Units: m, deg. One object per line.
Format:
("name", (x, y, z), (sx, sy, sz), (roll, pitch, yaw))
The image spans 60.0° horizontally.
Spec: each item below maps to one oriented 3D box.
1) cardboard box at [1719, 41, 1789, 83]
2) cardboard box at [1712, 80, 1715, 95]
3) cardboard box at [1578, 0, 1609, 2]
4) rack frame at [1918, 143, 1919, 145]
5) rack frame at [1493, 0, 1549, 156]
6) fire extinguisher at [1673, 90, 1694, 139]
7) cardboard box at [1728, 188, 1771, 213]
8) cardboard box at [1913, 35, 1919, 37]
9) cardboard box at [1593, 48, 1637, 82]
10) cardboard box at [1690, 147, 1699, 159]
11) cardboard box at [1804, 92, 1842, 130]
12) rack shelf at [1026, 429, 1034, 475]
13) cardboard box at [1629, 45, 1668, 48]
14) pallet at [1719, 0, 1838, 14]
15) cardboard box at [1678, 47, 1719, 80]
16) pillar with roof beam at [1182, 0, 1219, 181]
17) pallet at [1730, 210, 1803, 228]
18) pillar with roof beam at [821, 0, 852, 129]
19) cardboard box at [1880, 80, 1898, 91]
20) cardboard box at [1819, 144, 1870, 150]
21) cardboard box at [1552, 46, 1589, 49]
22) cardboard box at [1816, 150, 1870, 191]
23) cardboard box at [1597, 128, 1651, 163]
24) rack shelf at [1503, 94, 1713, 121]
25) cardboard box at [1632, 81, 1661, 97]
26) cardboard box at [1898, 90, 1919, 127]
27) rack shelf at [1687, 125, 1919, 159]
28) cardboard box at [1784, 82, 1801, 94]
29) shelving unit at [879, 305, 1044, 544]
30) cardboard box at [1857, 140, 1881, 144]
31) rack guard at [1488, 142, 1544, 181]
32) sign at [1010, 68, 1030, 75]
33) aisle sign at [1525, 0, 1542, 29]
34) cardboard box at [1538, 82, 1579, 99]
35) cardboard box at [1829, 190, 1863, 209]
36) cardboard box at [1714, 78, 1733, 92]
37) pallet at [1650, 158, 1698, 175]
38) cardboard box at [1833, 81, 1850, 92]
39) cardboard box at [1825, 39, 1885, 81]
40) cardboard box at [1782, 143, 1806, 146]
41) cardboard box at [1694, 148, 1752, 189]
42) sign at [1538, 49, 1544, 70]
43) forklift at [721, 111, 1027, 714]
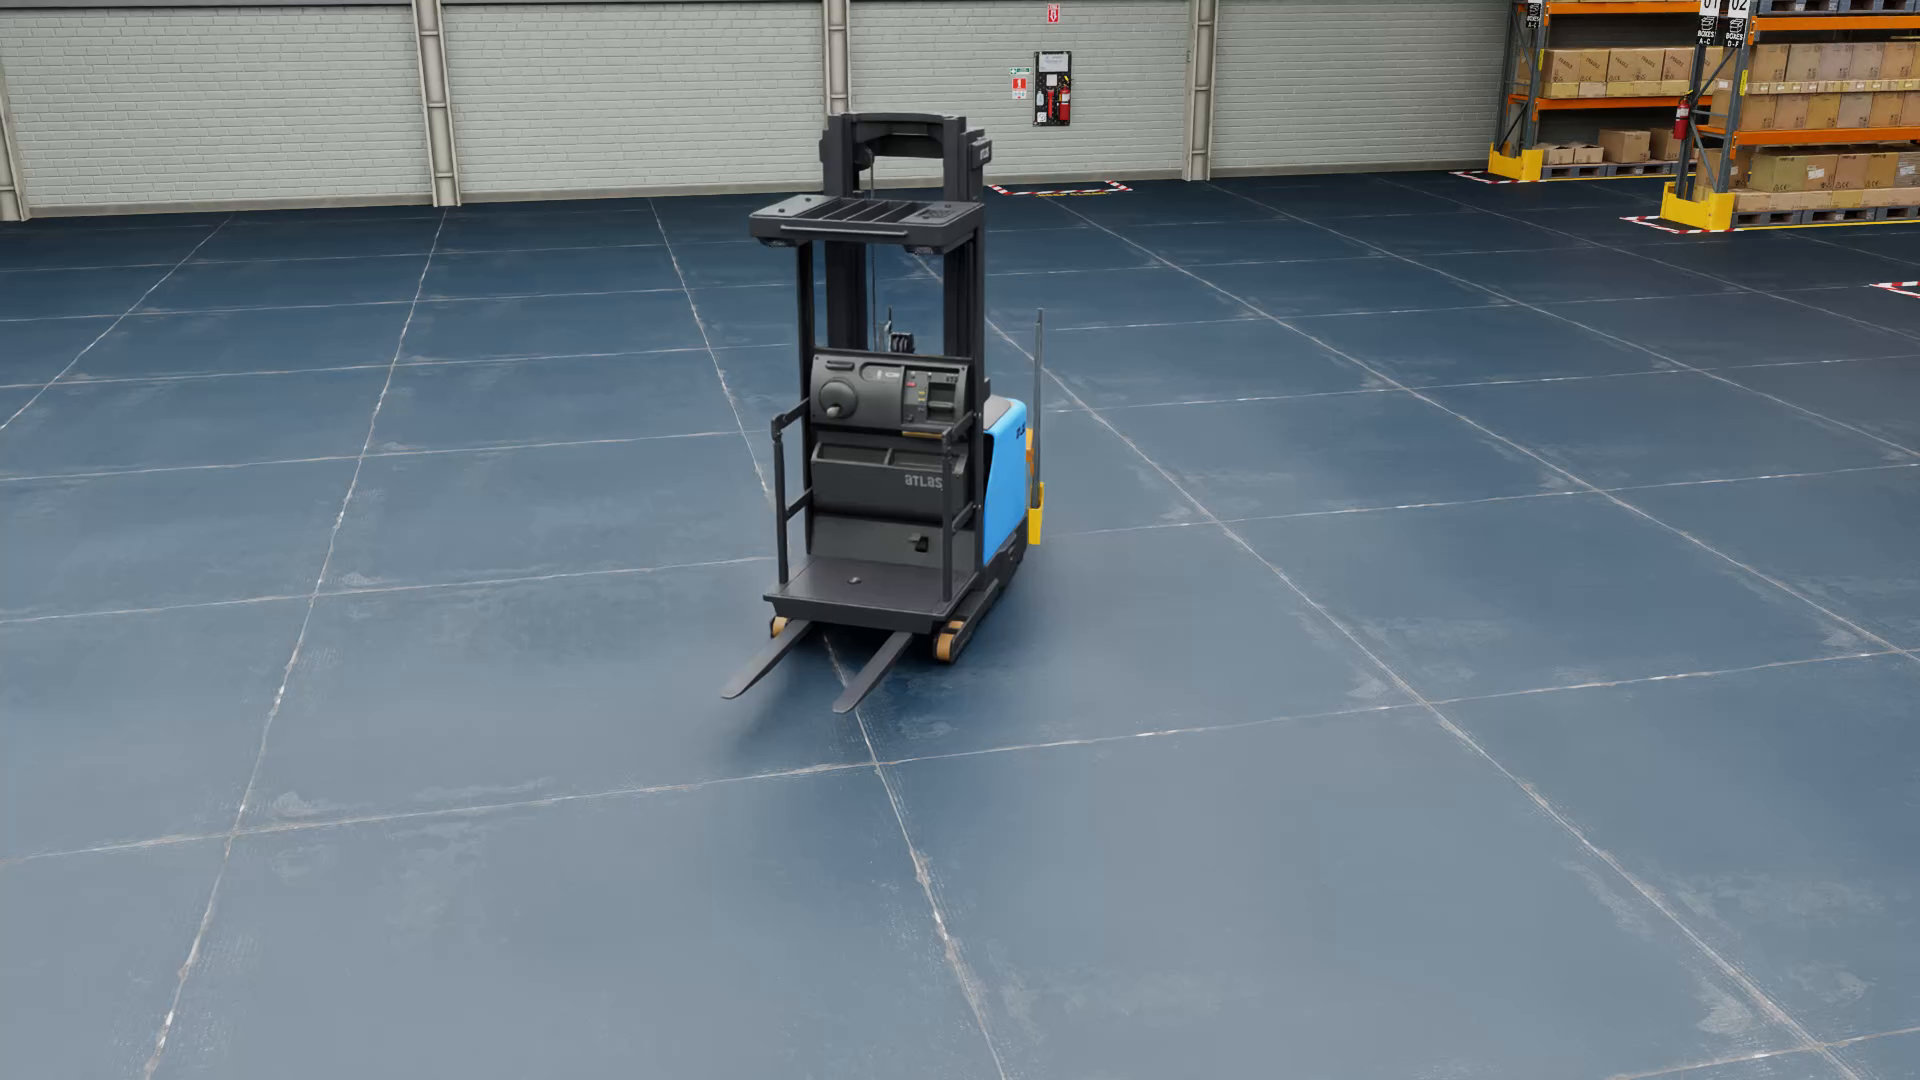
("cardboard box", (10.938, -6.594, 22.924), (0.500, 0.500, 0.700), (-5, 21, -12))
("cardboard box", (12.787, -7.676, 28.096), (0.500, 0.250, 0.500), (-5, 21, -12))
("cardboard box", (10.200, -8.997, 26.980), (0.500, 0.500, 0.500), (-3, 20, -9))
("rack frame", (14.322, -6.218, 23.928), (0.127, 3.000, 1.000), (-5, 21, -12))
("rack frame", (9.286, -7.559, 27.589), (0.127, 3.000, 1.000), (-5, 21, -12))
("fire extinguisher", (10.208, -6.011, 23.476), (0.183, 0.674, 0.296), (-5, 21, -12))
("cardboard box", (11.003, -4.775, 23.377), (0.500, 0.250, 0.500), (-5, 21, -12))
("cardboard box", (16.742, -8.713, 29.011), (0.250, 0.149, 0.380), (-7, 21, -20))
("cardboard box", (10.807, -7.862, 27.515), (0.500, 0.500, 0.500), (-5, 21, -14))
("cardboard box", (12.665, -6.699, 28.722), (0.250, 0.166, 0.380), (-7, 21, -20))
("cardboard box", (11.881, -6.061, 23.355), (0.500, 0.500, 0.700), (-5, 21, -12))
("rack shelf", (0.015, -0.623, 11.357), (1.000, 0.185, 0.538), (2, 20, 5))
("cardboard box", (11.683, -8.122, 28.225), (0.500, 0.500, 0.500), (-4, 21, -11))
("pallet", (11.124, -7.315, 22.692), (1.213, 0.211, 1.003), (-5, 21, -12))
("cardboard box", (12.305, -7.984, 27.849), (0.500, 0.500, 0.500), (-5, 21, -13))
("pillar with roof beam", (4.920, -8.805, 22.269), (0.400, 9.000, 9.100), (-5, 21, -12))
("pallet", (11.164, -4.666, 23.746), (1.213, 0.211, 1.003), (-5, 21, -12))
("pillar with roof beam", (-0.919, -8.330, 20.972), (0.400, 9.000, 9.100), (-5, 21, -12))
("cardboard box", (12.871, -6.376, 23.271), (0.250, 0.149, 0.380), (-4, 21, -11))
("cardboard box", (12.826, -5.465, 24.169), (0.500, 0.500, 0.500), (-5, 21, -12))
("cardboard box", (10.188, -7.995, 27.878), (0.500, 0.500, 0.500), (-4, 21, -12))
("cardboard box", (12.463, -5.245, 23.569), (0.500, 0.500, 0.500), (-5, 21, -12))
("cardboard box", (11.260, -6.703, 28.247), (0.500, 0.500, 0.700), (-6, 21, -16))
("rack shelf", (11.232, -7.380, 28.145), (4.000, 0.370, 1.077), (-5, 21, -12))
("cardboard box", (11.326, -7.554, 27.764), (0.500, 0.250, 0.500), (-4, 21, -12))
("cardboard box", (13.380, -6.184, 23.689), (0.500, 0.500, 0.700), (-5, 21, -13))
("rack shelf", (12.376, -5.722, 23.619), (4.000, 0.370, 1.077), (-5, 21, -12))
("cardboard box", (11.360, -6.253, 22.935), (0.250, 0.149, 0.380), (-5, 21, -12))
("shelving unit", (0.024, -0.791, 11.295), (1.083, 1.500, 0.587), (2, 20, 5))
("cardboard box", (15.855, -7.149, 29.464), (0.500, 0.500, 0.700), (-5, 21, -13))
("rack guard", (9.360, -6.391, 28.036), (0.348, 0.500, 1.175), (-5, 21, -12))
("sign", (0.960, -7.500, 26.606), (0.331, 0.109, 0.001), (-5, 21, -12))
("aisle sign", (9.285, -8.674, 26.852), (0.004, 0.787, 0.394), (-5, 21, -12))
("cardboard box", (9.834, -7.430, 27.427), (0.500, 0.250, 0.500), (-5, 21, -14))
("cardboard box", (12.463, -4.893, 23.699), (0.500, 0.250, 0.500), (-5, 21, -12))
("cardboard box", (10.757, -6.347, 23.191), (0.250, 0.149, 0.380), (-5, 21, -13))
("pallet", (12.533, -6.501, 28.756), (1.213, 0.211, 1.003), (-5, 21, -12))
("cardboard box", (12.114, -6.314, 23.103), (0.250, 0.149, 0.380), (-5, 21, -13))
("cardboard box", (12.427, -6.717, 23.260), (0.500, 0.500, 0.700), (-5, 21, -12))
("cardboard box", (14.382, -7.030, 29.139), (0.500, 0.500, 0.700), (-5, 21, -14))
("cardboard box", (10.883, -5.301, 23.723), (0.500, 0.500, 0.500), (-5, 21, -12))
("sign", (9.411, -7.784, 26.944), (0.005, 0.325, 0.100), (-5, 21, -12))
("forklift", (-0.469, -0.833, 9.328), (1.130, 2.935, 3.031), (6, 21, 16))
